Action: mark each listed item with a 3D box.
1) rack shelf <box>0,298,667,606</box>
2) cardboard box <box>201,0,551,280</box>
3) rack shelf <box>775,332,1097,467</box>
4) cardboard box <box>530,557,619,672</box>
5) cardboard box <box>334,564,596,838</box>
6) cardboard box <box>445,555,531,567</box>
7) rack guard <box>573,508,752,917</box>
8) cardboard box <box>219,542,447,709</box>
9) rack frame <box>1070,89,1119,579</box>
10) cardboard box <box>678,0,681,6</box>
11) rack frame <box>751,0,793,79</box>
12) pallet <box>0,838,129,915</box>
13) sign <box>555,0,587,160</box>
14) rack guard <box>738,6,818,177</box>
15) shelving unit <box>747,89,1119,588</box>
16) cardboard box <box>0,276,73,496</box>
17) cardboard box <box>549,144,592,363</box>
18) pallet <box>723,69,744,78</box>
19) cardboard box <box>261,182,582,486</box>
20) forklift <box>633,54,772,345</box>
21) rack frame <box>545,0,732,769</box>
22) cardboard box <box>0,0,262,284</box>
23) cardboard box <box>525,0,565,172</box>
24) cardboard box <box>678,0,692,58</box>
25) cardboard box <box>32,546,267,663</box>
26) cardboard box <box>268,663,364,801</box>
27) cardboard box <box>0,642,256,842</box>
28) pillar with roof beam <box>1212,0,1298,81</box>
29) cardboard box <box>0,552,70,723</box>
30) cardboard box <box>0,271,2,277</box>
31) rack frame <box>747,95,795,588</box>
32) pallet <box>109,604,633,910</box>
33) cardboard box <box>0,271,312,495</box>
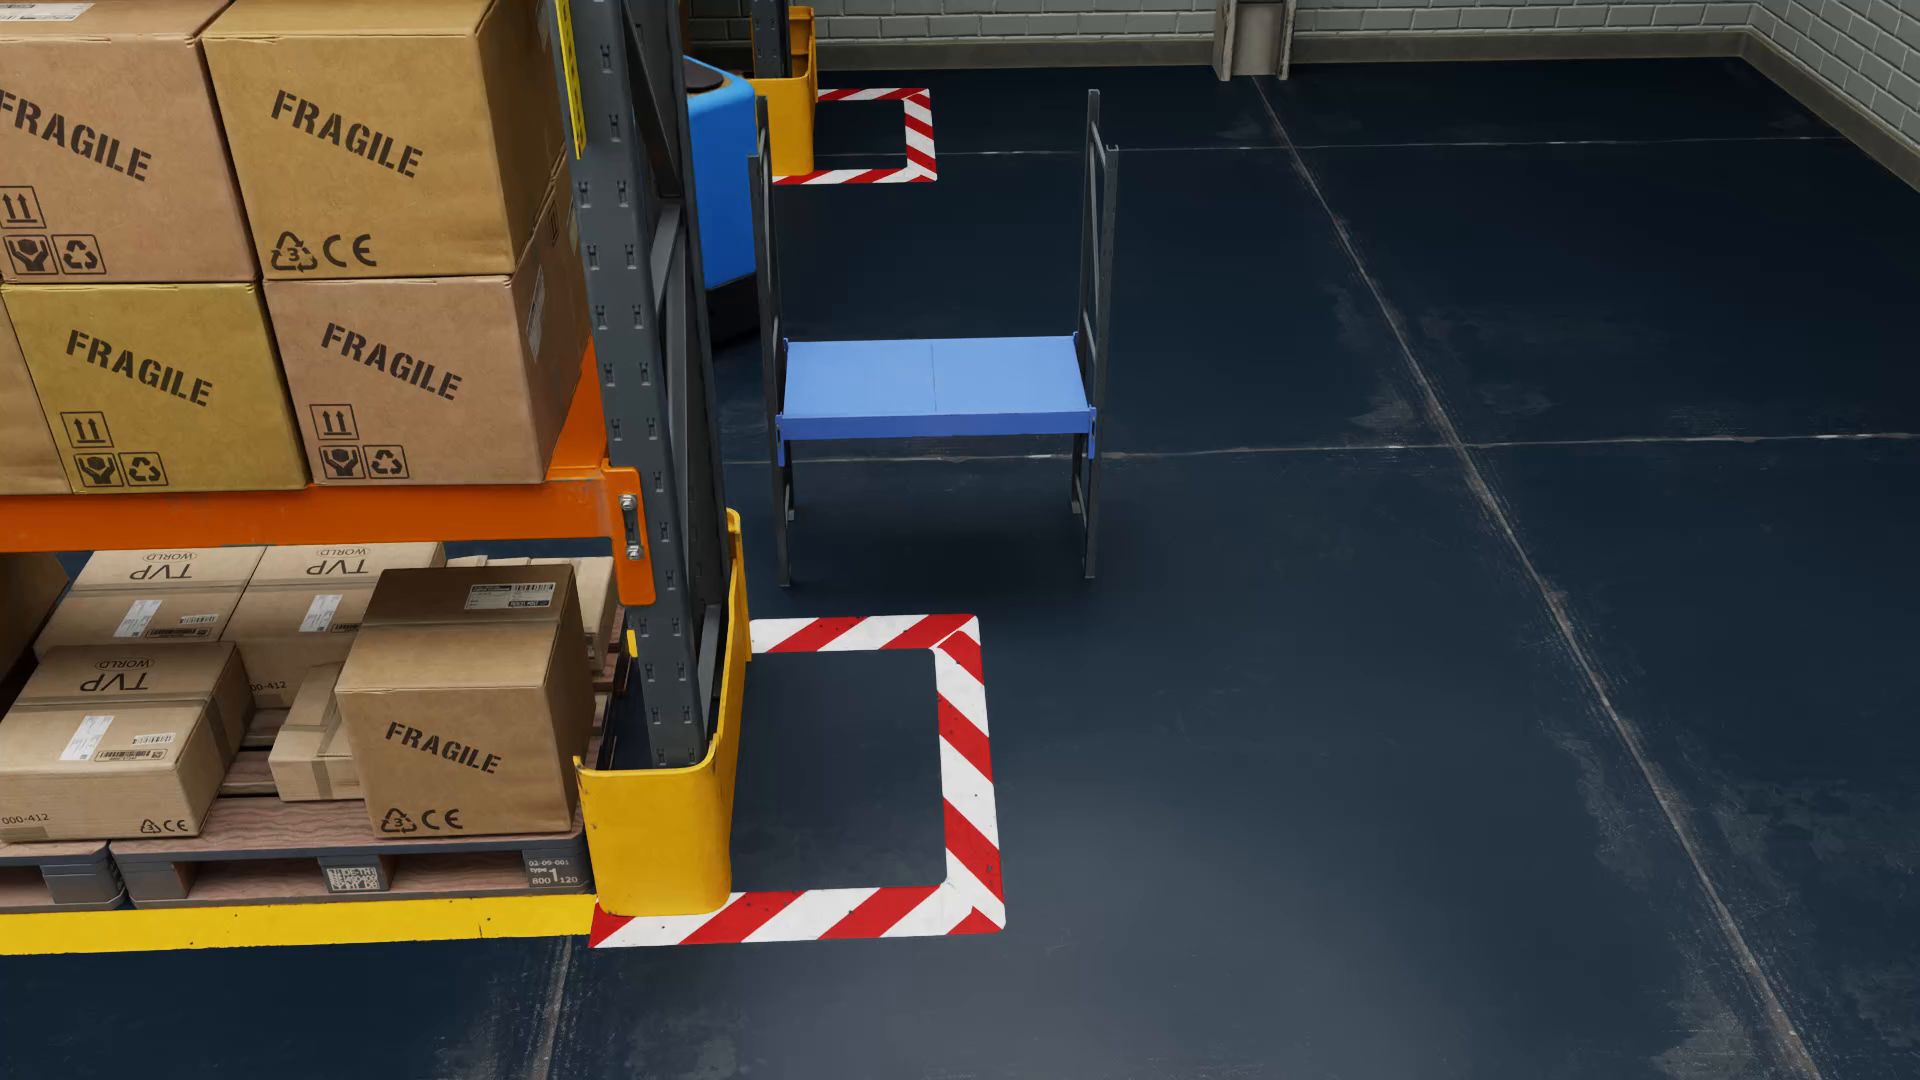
[{"bbox_3d":[-2.727,-0.239,4.092,4.000,0.370,1.077,-2,35,-2],"label":"rack shelf"},{"bbox_3d":[-1.161,-0.873,3.409,0.500,0.500,0.500,-2,35,-3],"label":"cardboard box"},{"bbox_3d":[-0.085,-0.467,5.422,1.000,0.185,0.538,-2,35,-2],"label":"rack shelf"},{"bbox_3d":[-1.163,0.219,4.917,0.250,0.149,0.380,-2,35,-2],"label":"cardboard box"},{"bbox_3d":[-1.260,0.413,4.328,0.500,0.500,0.500,-2,35,-2],"label":"cardboard box"},{"bbox_3d":[-1.413,0.218,4.902,0.250,0.166,0.380,-2,35,-2],"label":"cardboard box"},{"bbox_3d":[-0.805,0.441,4.673,0.348,0.500,1.175,-2,35,-2],"label":"rack guard"},{"bbox_3d":[-1.785,0.228,4.815,0.500,0.250,0.500,-2,35,-2],"label":"cardboard box"},{"bbox_3d":[0.423,-0.628,5.340,0.032,1.500,0.500,-2,35,-2],"label":"rack frame"},{"bbox_3d":[-1.546,-2.857,8.501,0.250,0.149,0.380,-1,35,-2],"label":"cardboard box"},{"bbox_3d":[-0.967,-3.405,8.034,0.127,3.000,1.000,-2,35,-2],"label":"rack frame"},{"bbox_3d":[-2.817,0.613,4.679,1.213,0.211,1.003,-2,35,-2],"label":"pallet"},{"bbox_3d":[-0.723,-0.879,3.089,0.005,0.325,0.100,-2,35,-2],"label":"sign"},{"bbox_3d":[-0.943,-2.377,8.746,0.348,0.500,1.175,-2,35,-2],"label":"rack guard"},{"bbox_3d":[-0.085,-0.614,5.320,1.048,1.500,0.538,-2,35,-2],"label":"shelving unit"},{"bbox_3d":[-2.180,-0.437,3.657,0.500,0.500,0.500,-1,35,-2],"label":"cardboard box"},{"bbox_3d":[-1.185,-0.768,4.136,0.500,0.500,0.500,-1,35,-1],"label":"cardboard box"},{"bbox_3d":[-1.762,-2.192,8.732,1.213,0.211,1.003,-2,35,-2],"label":"pallet"},{"bbox_3d":[-1.163,-0.463,3.695,0.500,0.500,0.500,-1,35,-1],"label":"cardboard box"},{"bbox_3d":[-2.157,-2.509,6.800,1.130,2.935,3.031,-28,44,-35],"label":"forklift"},{"bbox_3d":[-0.729,-0.589,3.965,0.127,3.000,1.000,-2,35,-2],"label":"rack frame"},{"bbox_3d":[-1.665,-0.859,3.388,0.500,0.500,0.500,-1,35,-1],"label":"cardboard box"},{"bbox_3d":[-1.185,-1.179,3.851,0.500,0.500,0.500,-1,35,-1],"label":"cardboard box"},{"bbox_3d":[-1.662,-2.474,8.516,0.500,0.500,0.700,-2,35,-2],"label":"cardboard box"},{"bbox_3d":[-2.284,0.241,4.795,0.500,0.250,0.500,-2,35,-2],"label":"cardboard box"},{"bbox_3d":[-1.669,0.510,4.481,0.250,0.166,0.380,-2,35,-2],"label":"cardboard box"},{"bbox_3d":[-2.211,0.524,4.386,0.500,0.250,0.500,-2,35,-2],"label":"cardboard box"},{"bbox_3d":[1.893,-3.989,3.606,0.400,9.000,9.100,-2,35,-2],"label":"pillar with roof beam"},{"bbox_3d":[-2.848,0.311,4.472,0.637,0.503,0.797,-2,35,-2],"label":"cardboard box"},{"bbox_3d":[-2.183,-0.842,3.364,0.500,0.500,0.500,-1,35,-1],"label":"cardboard box"},{"bbox_3d":[-0.593,-0.601,5.300,0.032,1.500,0.500,-2,35,-2],"label":"rack frame"},{"bbox_3d":[-1.601,0.582,4.724,1.213,0.211,1.003,-2,35,-2],"label":"pallet"},{"bbox_3d":[-1.681,-0.447,3.672,0.500,0.500,0.500,-1,35,-2],"label":"cardboard box"}]
